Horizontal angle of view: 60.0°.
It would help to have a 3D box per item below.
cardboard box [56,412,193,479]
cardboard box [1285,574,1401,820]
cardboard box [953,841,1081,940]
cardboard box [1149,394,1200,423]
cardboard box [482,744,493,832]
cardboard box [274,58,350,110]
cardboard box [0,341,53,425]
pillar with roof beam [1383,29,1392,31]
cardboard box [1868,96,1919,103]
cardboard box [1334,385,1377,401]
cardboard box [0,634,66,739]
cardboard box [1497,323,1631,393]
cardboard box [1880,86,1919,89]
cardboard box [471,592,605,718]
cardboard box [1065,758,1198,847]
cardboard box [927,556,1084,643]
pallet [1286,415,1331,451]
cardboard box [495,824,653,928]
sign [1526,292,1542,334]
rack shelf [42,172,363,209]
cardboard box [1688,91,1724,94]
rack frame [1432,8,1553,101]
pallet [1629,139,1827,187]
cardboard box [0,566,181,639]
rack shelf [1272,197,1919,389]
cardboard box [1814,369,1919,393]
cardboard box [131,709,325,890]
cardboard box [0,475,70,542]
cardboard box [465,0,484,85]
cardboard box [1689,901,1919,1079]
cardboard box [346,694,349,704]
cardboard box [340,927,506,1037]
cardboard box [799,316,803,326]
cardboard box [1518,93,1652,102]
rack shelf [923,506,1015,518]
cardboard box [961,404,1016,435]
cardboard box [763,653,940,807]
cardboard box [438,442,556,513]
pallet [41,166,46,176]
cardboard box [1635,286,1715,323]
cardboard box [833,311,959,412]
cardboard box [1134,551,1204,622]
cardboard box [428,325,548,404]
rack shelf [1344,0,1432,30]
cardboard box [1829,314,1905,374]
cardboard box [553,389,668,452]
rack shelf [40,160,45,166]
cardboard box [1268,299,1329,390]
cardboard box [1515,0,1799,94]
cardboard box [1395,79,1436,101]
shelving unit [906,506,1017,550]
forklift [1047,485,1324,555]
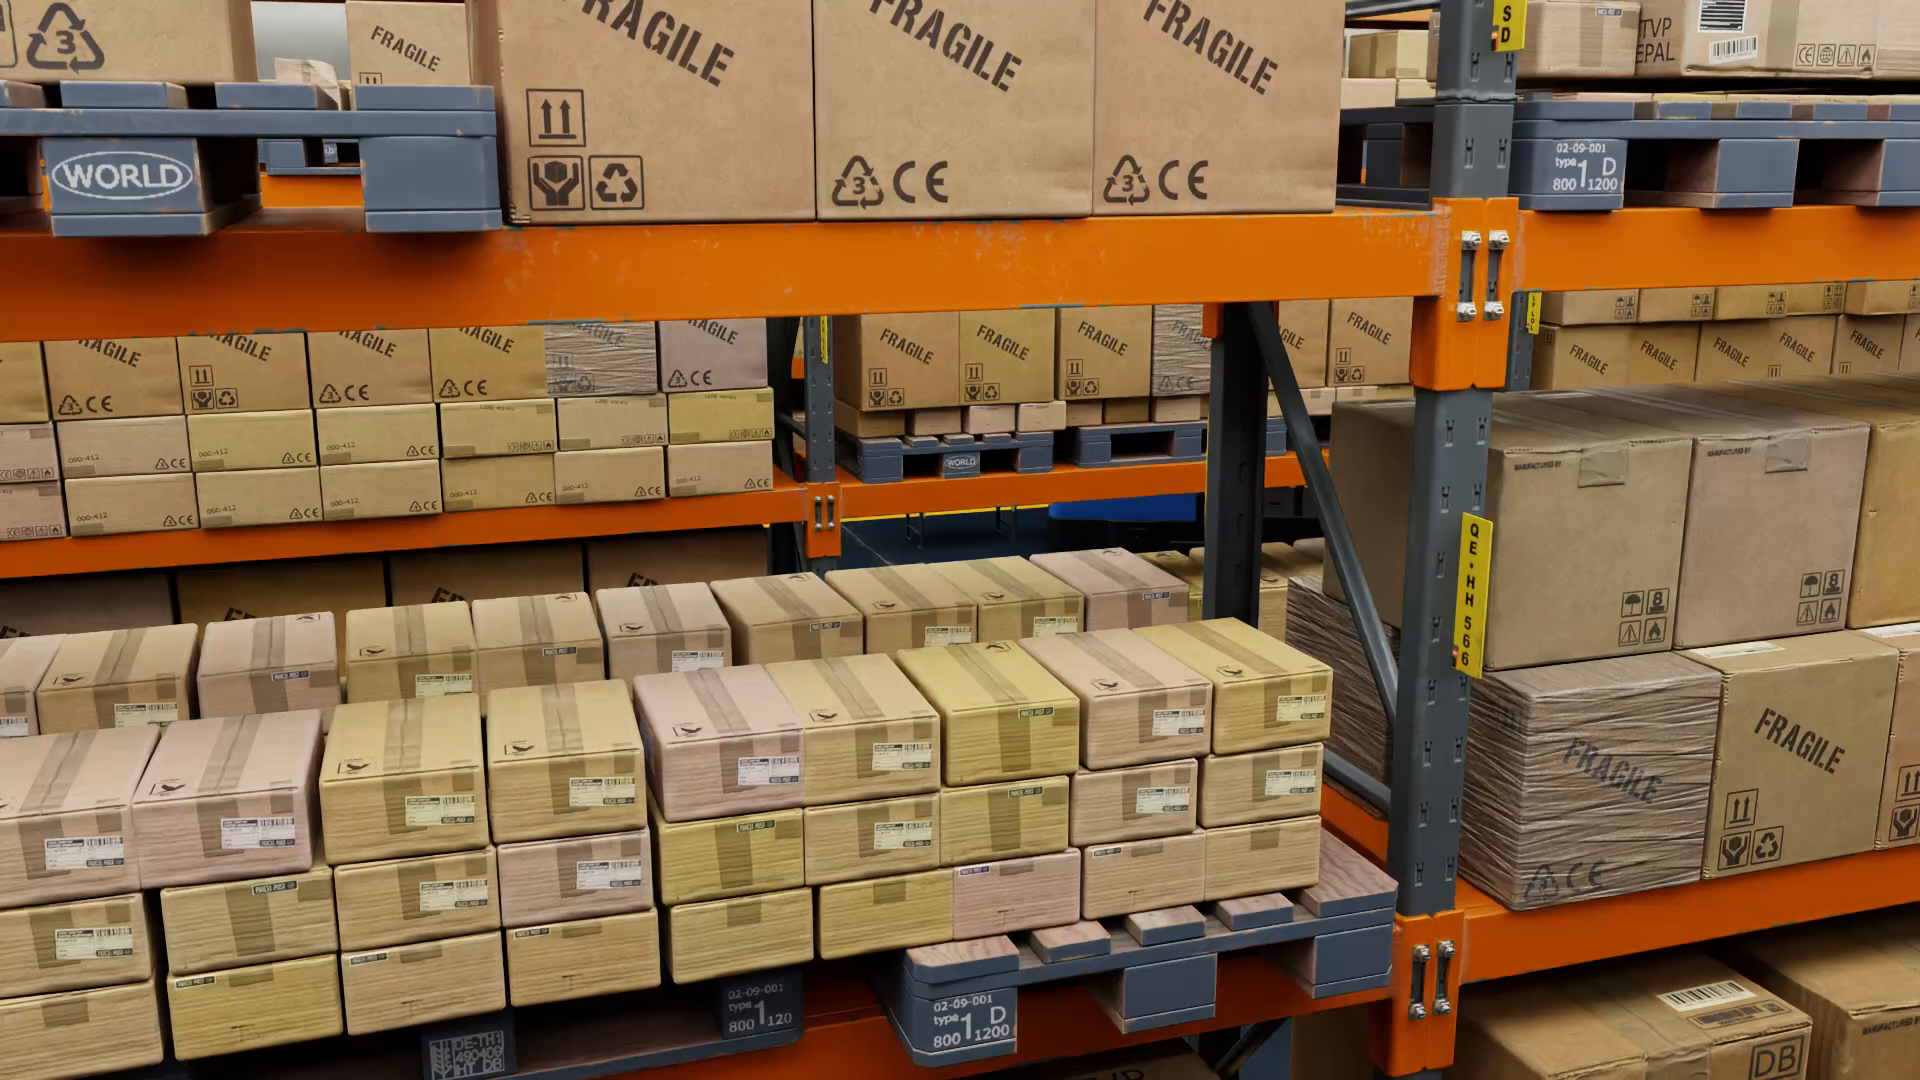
[{"bbox_3d":[-3.624,-0.450,7.294,0.500,0.250,0.500,-4,14,-17],"label":"cardboard box"},{"bbox_3d":[1.191,0.378,4.355,0.500,0.500,0.500,-4,14,-18],"label":"cardboard box"},{"bbox_3d":[0.049,0.611,3.227,0.250,0.149,0.380,-4,14,-17],"label":"cardboard box"},{"bbox_3d":[1.089,-0.733,8.878,0.250,0.149,0.380,-4,14,-16],"label":"cardboard box"},{"bbox_3d":[-0.895,0.524,3.593,0.250,0.149,0.380,-4,14,-17],"label":"cardboard box"},{"bbox_3d":[-2.773,-1.920,7.135,0.258,0.266,0.396,-3,14,-13],"label":"cardboard box"},{"bbox_3d":[-4.108,-0.768,7.015,0.500,0.500,0.500,-4,14,-17],"label":"cardboard box"},{"bbox_3d":[5.596,-4.359,11.521,0.400,9.000,9.100,-4,14,-18],"label":"pillar with roof beam"},{"bbox_3d":[5.391,-2.508,9.902,0.500,0.250,0.500,-4,14,-16],"label":"cardboard box"},{"bbox_3d":[2.078,-0.796,9.141,0.250,0.149,0.380,-5,14,-19],"label":"cardboard box"},{"bbox_3d":[-1.875,0.312,3.198,0.250,0.149,0.380,-5,14,-18],"label":"cardboard box"},{"bbox_3d":[3.472,-1.019,9.586,0.500,0.500,0.500,-4,14,-18],"label":"cardboard box"},{"bbox_3d":[2.567,-1.230,3.918,0.500,0.311,0.500,-5,14,-19],"label":"cardboard box"},{"bbox_3d":[-0.896,0.236,3.516,0.250,0.149,0.380,-4,14,-16],"label":"cardboard box"},{"bbox_3d":[0.274,0.449,3.267,0.250,0.149,0.380,-4,14,-16],"label":"cardboard box"},{"bbox_3d":[0.096,0.159,3.840,0.250,0.149,0.380,-5,14,-20],"label":"cardboard box"},{"bbox_3d":[2.195,-0.737,9.672,1.213,0.211,1.003,-4,14,-18],"label":"pallet"},{"bbox_3d":[-0.696,0.524,2.950,0.250,0.149,0.380,-4,14,-17],"label":"cardboard box"},{"bbox_3d":[3.146,-1.296,9.108,0.005,0.325,0.100,-4,14,-18],"label":"sign"},{"bbox_3d":[-2.721,-1.521,7.627,4.000,0.370,1.077,-4,14,-18],"label":"rack shelf"},{"bbox_3d":[4.116,-2.588,9.377,0.250,0.149,0.380,-5,14,-18],"label":"cardboard box"},{"bbox_3d":[2.966,-3.773,9.059,0.127,3.000,1.000,-4,14,-18],"label":"rack frame"},{"bbox_3d":[2.502,-0.991,4.252,1.213,0.211,1.003,-4,14,-15],"label":"pallet"},{"bbox_3d":[-4.054,0.502,7.734,0.875,0.875,0.875,-4,14,-16],"label":"cardboard box"},{"bbox_3d":[2.745,-0.738,4.336,4.000,0.370,1.077,-4,14,-18],"label":"rack shelf"},{"bbox_3d":[2.727,-0.161,4.460,0.500,0.500,0.700,-5,14,-19],"label":"cardboard box"},{"bbox_3d":[-1.197,0.419,2.750,0.250,0.149,0.380,-4,14,-16],"label":"cardboard box"},{"bbox_3d":[-4.115,-0.166,7.181,0.500,0.250,0.500,-5,14,-19],"label":"cardboard box"},{"bbox_3d":[-0.721,-0.929,3.367,0.500,0.500,0.500,-4,14,-18],"label":"cardboard box"},{"bbox_3d":[2.283,1.319,4.571,0.750,0.750,1.050,-4,14,-17],"label":"cardboard box"},{"bbox_3d":[-1.147,0.400,3.472,0.250,0.149,0.380,-4,14,-16],"label":"cardboard box"},{"bbox_3d":[-0.946,0.688,2.902,0.250,0.149,0.380,-5,14,-21],"label":"cardboard box"},{"bbox_3d":[-1.438,-1.834,13.114,0.500,0.250,0.500,-4,14,-16],"label":"cardboard box"},{"bbox_3d":[3.470,-2.358,9.273,0.500,0.250,0.500,-5,14,-19],"label":"cardboard box"},{"bbox_3d":[0.006,-0.413,12.547,0.720,0.370,0.431,-4,14,-18],"label":"rack shelf"},{"bbox_3d":[0.095,-0.648,8.521,0.250,0.149,0.380,-5,14,-22],"label":"cardboard box"},{"bbox_3d":[-0.208,0.342,3.072,0.250,0.149,0.380,-4,14,-16],"label":"cardboard box"},{"bbox_3d":[-2.183,-0.317,7.818,0.500,0.250,0.500,-5,14,-19],"label":"cardboard box"},{"bbox_3d":[-3.763,-1.709,7.276,1.217,0.209,0.805,-5,14,-20],"label":"pallet"},{"bbox_3d":[3.943,-1.552,9.666,0.500,0.500,0.700,-4,14,-18],"label":"cardboard box"},{"bbox_3d":[-0.325,-0.939,8.343,0.500,0.500,0.500,-5,14,-20],"label":"cardboard box"},{"bbox_3d":[1.131,0.364,9.400,0.625,0.372,0.950,-4,14,-16],"label":"cardboard box"},{"bbox_3d":[-2.188,-0.924,7.668,0.500,0.500,0.500,-4,14,-18],"label":"cardboard box"},{"bbox_3d":[3.275,-4.464,14.384,4.000,0.370,1.077,-4,14,-18],"label":"rack shelf"},{"bbox_3d":[5.379,-1.170,10.222,0.500,0.500,0.500,-5,14,-18],"label":"cardboard box"},{"bbox_3d":[-1.688,-0.599,7.924,0.500,0.250,0.500,-5,14,-20],"label":"cardboard box"},{"bbox_3d":[-8.099,-2.314,10.962,4.000,0.370,1.077,-4,14,-18],"label":"rack shelf"},{"bbox_3d":[1.641,-1.094,8.994,0.500,0.500,0.500,-4,14,-16],"label":"cardboard box"},{"bbox_3d":[1.744,-1.293,4.183,0.500,0.311,0.500,-4,14,-18],"label":"cardboard box"},{"bbox_3d":[2.459,-2.370,9.060,0.500,0.250,0.500,-5,14,-19],"label":"cardboard box"},{"bbox_3d":[0.006,-0.730,12.471,0.755,1.500,0.431,-4,14,-18],"label":"shelving unit"},{"bbox_3d":[2.176,-1.368,12.059,3.031,2.935,1.130,1,13,5],"label":"forklift"}]
